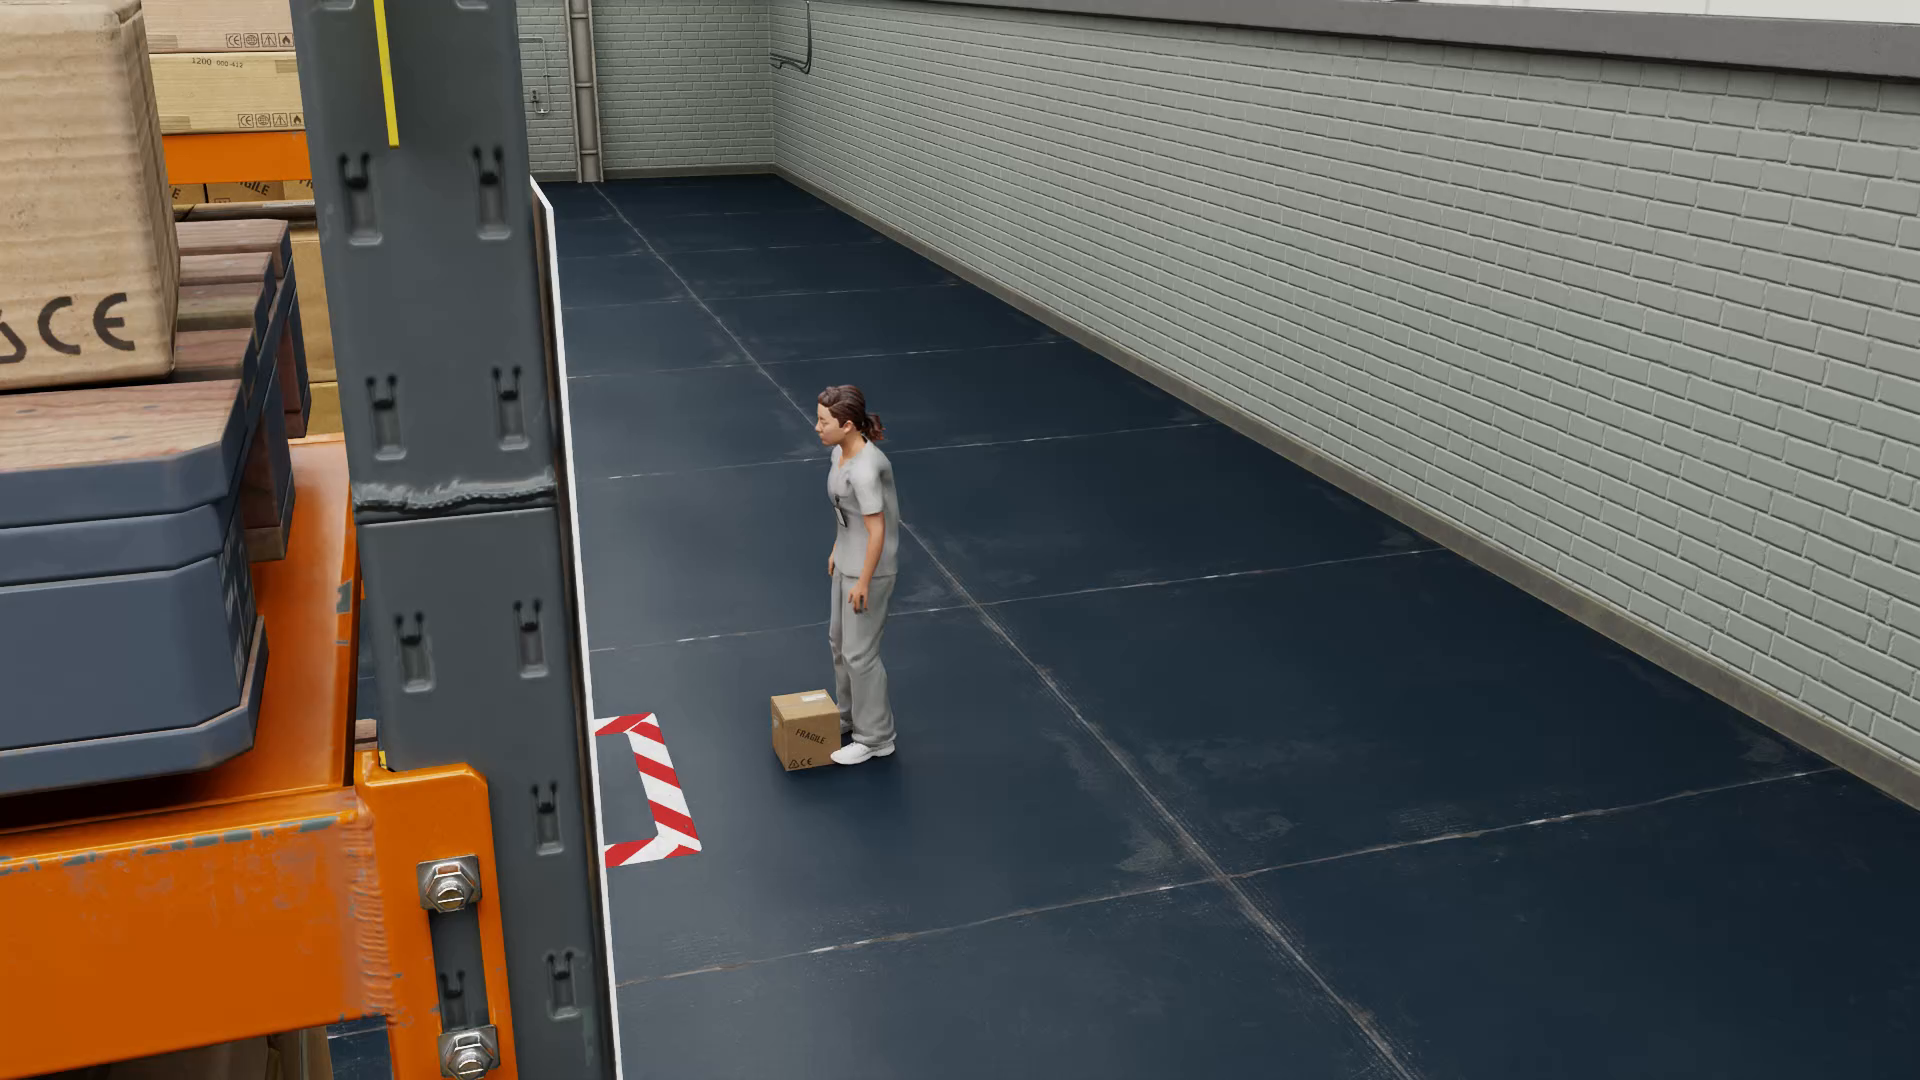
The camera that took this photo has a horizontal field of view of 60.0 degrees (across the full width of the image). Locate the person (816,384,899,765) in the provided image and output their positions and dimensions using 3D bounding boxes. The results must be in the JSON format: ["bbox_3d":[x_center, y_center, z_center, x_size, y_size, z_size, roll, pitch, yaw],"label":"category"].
[{"bbox_3d":[-0.448,0.136,7.181,0.358,1.673,0.486,-6,20,-17],"label":"person"}]
